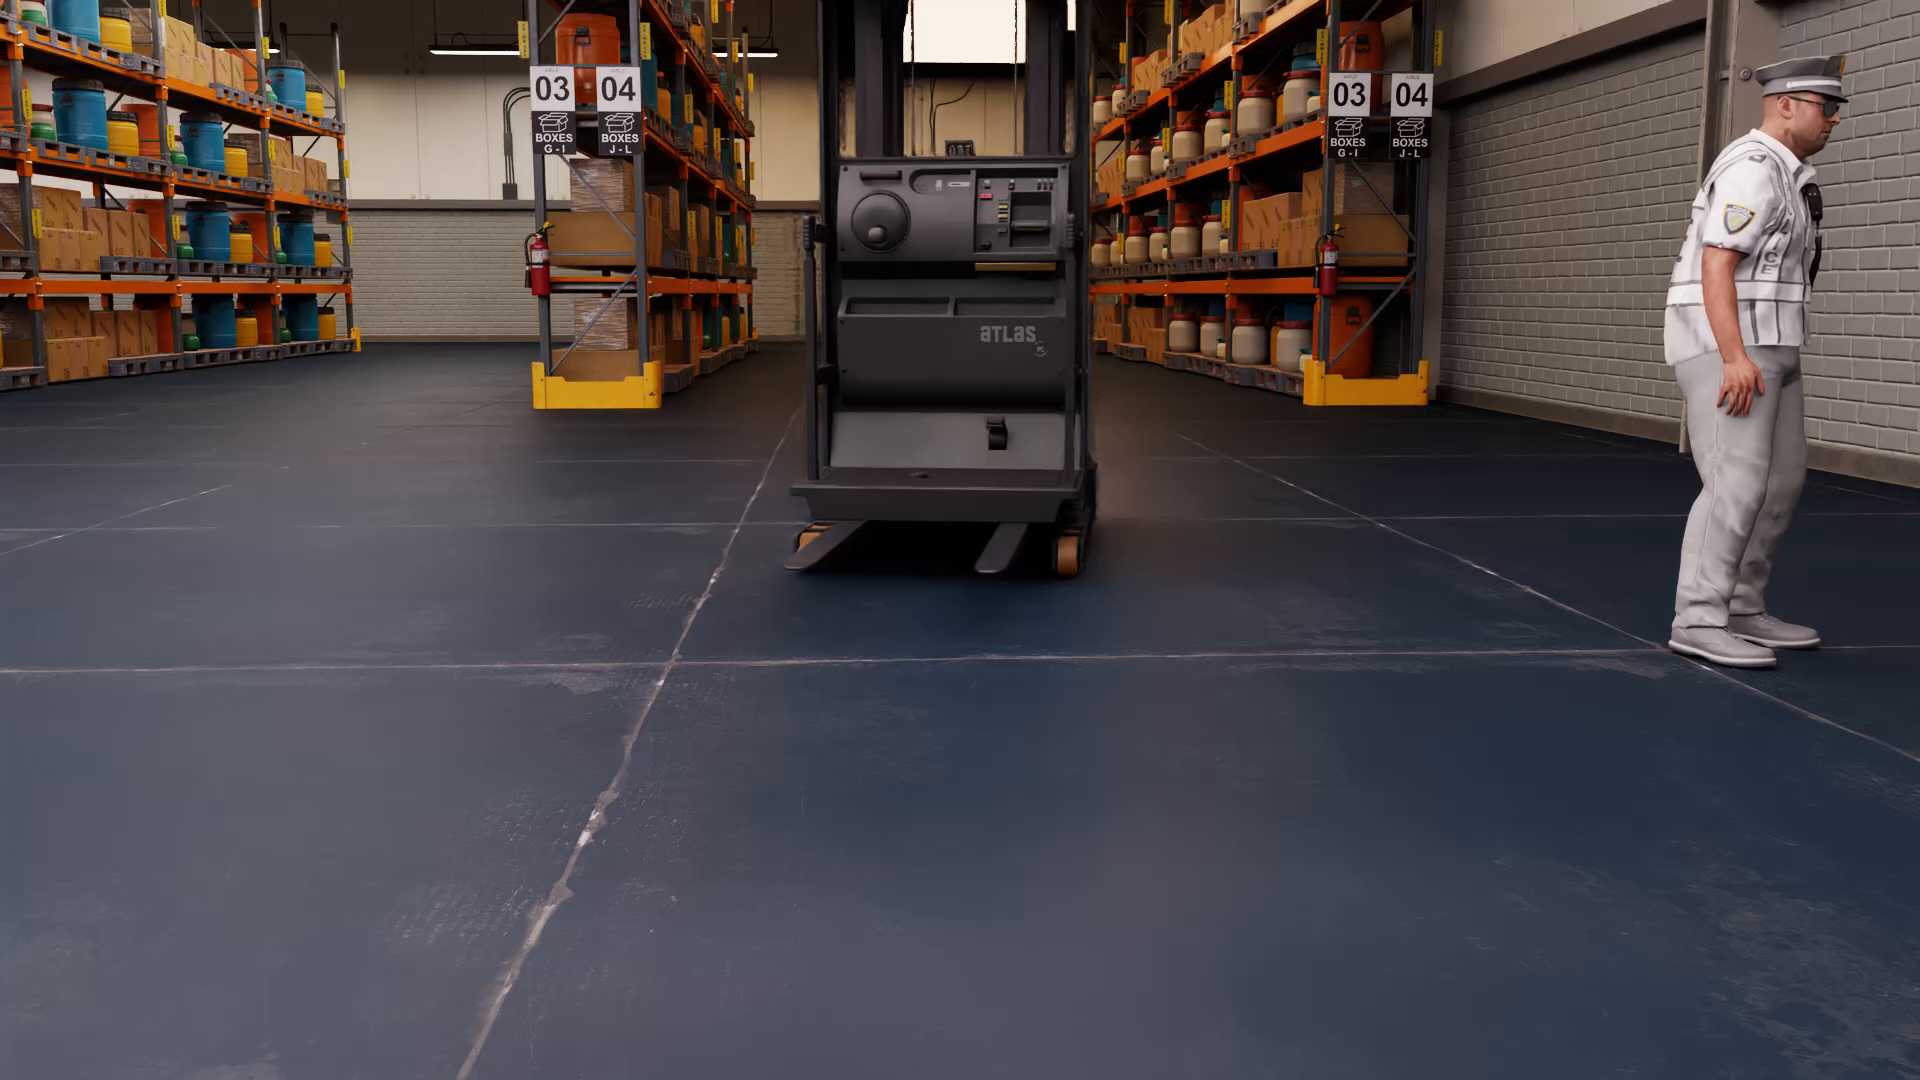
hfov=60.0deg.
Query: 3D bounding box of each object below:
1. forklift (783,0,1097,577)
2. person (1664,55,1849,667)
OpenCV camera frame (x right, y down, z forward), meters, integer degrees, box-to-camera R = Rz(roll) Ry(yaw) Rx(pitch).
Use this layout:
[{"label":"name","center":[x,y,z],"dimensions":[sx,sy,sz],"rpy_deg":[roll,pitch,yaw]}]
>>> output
[{"label":"forklift","center":[-0.049,-1.357,6.468],"dimensions":[1.130,2.935,3.031],"rpy_deg":[1,8,6]},{"label":"person","center":[2.355,-0.537,4.970],"dimensions":[0.443,1.747,0.604],"rpy_deg":[7,11,41]}]
